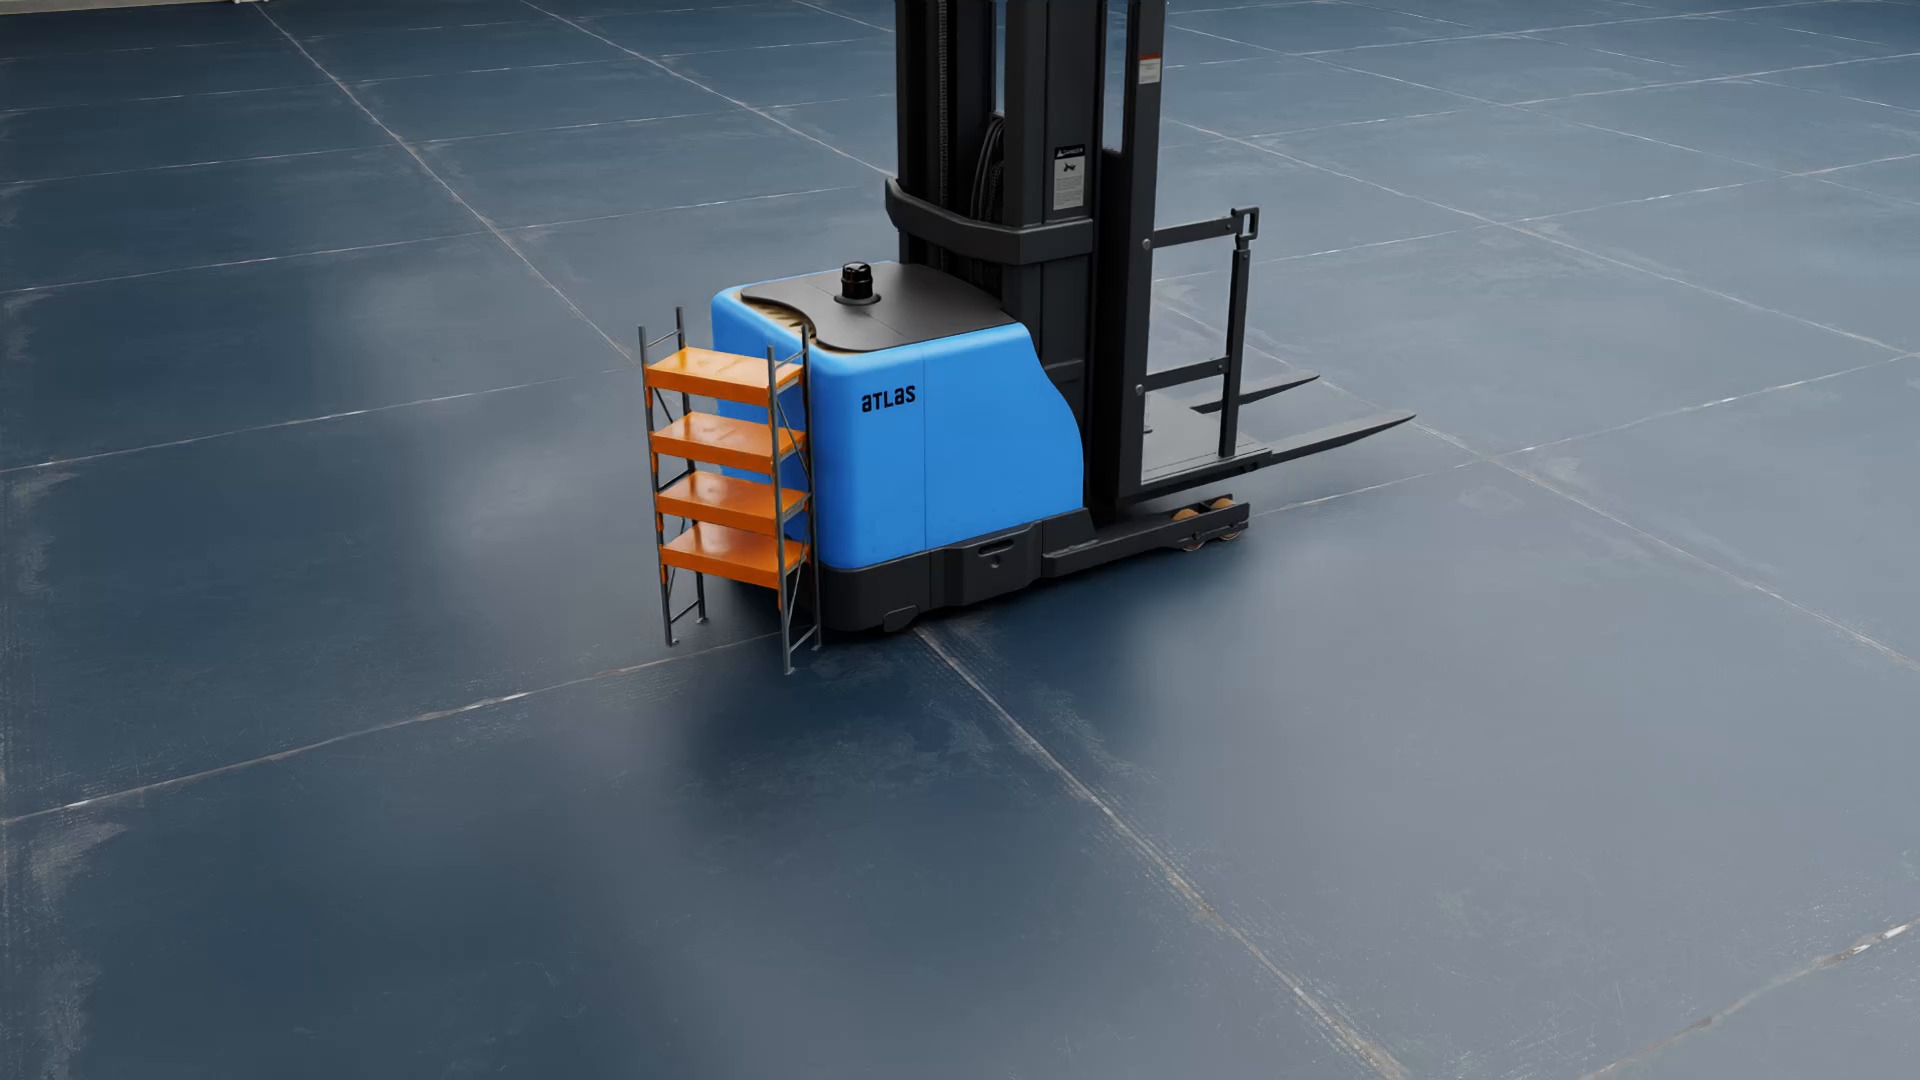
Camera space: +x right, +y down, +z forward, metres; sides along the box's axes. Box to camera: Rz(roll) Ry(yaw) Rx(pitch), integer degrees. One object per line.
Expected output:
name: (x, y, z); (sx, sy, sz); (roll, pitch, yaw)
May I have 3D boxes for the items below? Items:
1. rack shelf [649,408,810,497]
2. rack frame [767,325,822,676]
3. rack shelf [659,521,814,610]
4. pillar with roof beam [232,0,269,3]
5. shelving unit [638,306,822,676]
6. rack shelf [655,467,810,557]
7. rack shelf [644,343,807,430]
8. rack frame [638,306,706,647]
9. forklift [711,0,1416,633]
rack shelf: (-0.775, -0.302, 5.630); (0.480, 0.148, 0.258); (11, 28, 22)
rack frame: (-0.553, -0.116, 5.606); (0.015, 1.200, 0.240); (11, 28, 22)
rack shelf: (-0.775, 0.079, 5.813); (0.480, 0.148, 0.258); (11, 28, 22)
pillar with roof beam: (-6.856, -9.163, 15.437); (0.400, 9.000, 9.100); (-13, 29, -25)
shelving unit: (-0.775, -0.161, 5.698); (0.503, 1.200, 0.258); (11, 28, 22)
rack shelf: (-0.775, -0.100, 5.727); (0.480, 0.148, 0.258); (11, 28, 22)
rack shelf: (-0.775, -0.515, 5.528); (0.480, 0.148, 0.258); (11, 28, 22)
rack frame: (-0.996, -0.205, 5.791); (0.015, 1.200, 0.240); (11, 28, 22)
forklift: (0.575, -1.454, 6.392); (3.031, 2.935, 1.130); (-15, 30, -29)
